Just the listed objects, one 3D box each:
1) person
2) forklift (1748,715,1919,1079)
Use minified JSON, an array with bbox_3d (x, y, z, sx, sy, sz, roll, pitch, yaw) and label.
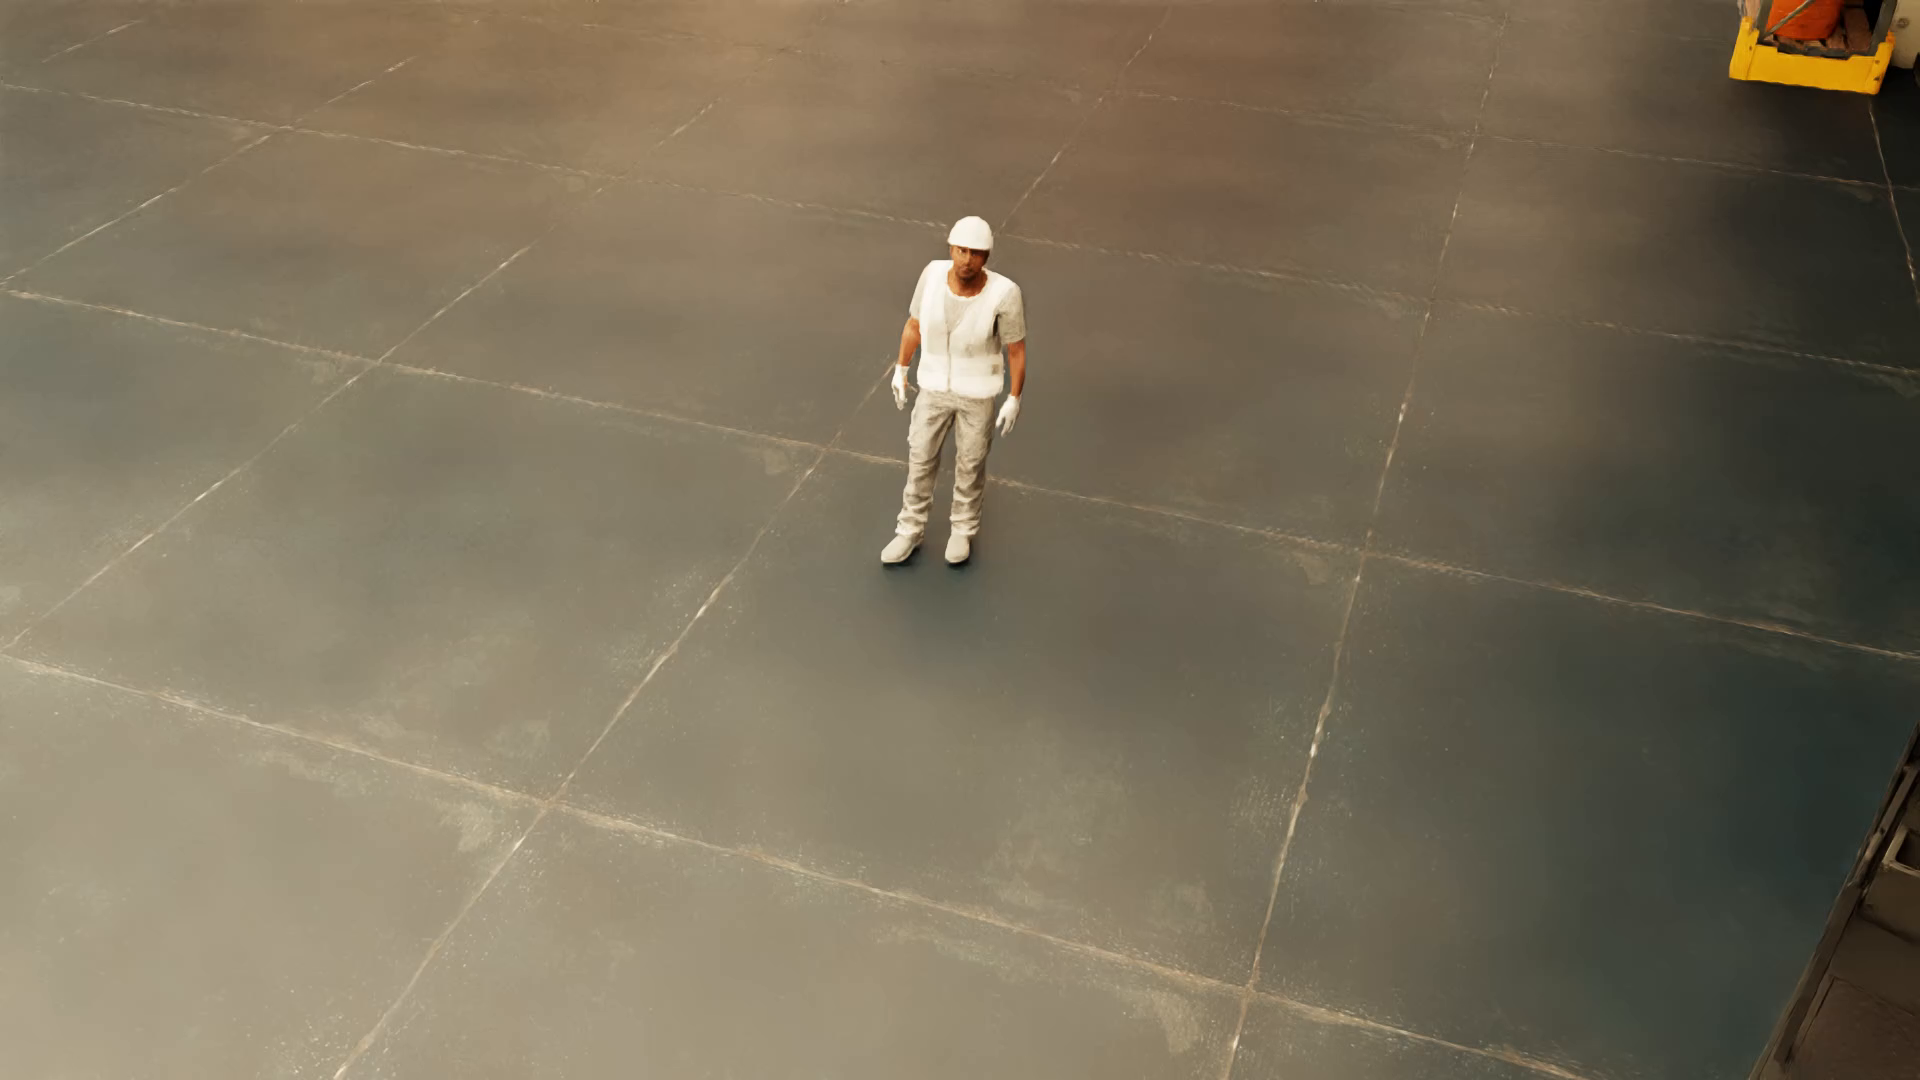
[{"bbox_3d":[-0.032,-0.695,8.072,0.655,1.782,0.576,12,37,16],"label":"person"},{"bbox_3d":[3.302,0.893,4.852,1.130,2.935,3.031,25,43,31],"label":"forklift"}]
